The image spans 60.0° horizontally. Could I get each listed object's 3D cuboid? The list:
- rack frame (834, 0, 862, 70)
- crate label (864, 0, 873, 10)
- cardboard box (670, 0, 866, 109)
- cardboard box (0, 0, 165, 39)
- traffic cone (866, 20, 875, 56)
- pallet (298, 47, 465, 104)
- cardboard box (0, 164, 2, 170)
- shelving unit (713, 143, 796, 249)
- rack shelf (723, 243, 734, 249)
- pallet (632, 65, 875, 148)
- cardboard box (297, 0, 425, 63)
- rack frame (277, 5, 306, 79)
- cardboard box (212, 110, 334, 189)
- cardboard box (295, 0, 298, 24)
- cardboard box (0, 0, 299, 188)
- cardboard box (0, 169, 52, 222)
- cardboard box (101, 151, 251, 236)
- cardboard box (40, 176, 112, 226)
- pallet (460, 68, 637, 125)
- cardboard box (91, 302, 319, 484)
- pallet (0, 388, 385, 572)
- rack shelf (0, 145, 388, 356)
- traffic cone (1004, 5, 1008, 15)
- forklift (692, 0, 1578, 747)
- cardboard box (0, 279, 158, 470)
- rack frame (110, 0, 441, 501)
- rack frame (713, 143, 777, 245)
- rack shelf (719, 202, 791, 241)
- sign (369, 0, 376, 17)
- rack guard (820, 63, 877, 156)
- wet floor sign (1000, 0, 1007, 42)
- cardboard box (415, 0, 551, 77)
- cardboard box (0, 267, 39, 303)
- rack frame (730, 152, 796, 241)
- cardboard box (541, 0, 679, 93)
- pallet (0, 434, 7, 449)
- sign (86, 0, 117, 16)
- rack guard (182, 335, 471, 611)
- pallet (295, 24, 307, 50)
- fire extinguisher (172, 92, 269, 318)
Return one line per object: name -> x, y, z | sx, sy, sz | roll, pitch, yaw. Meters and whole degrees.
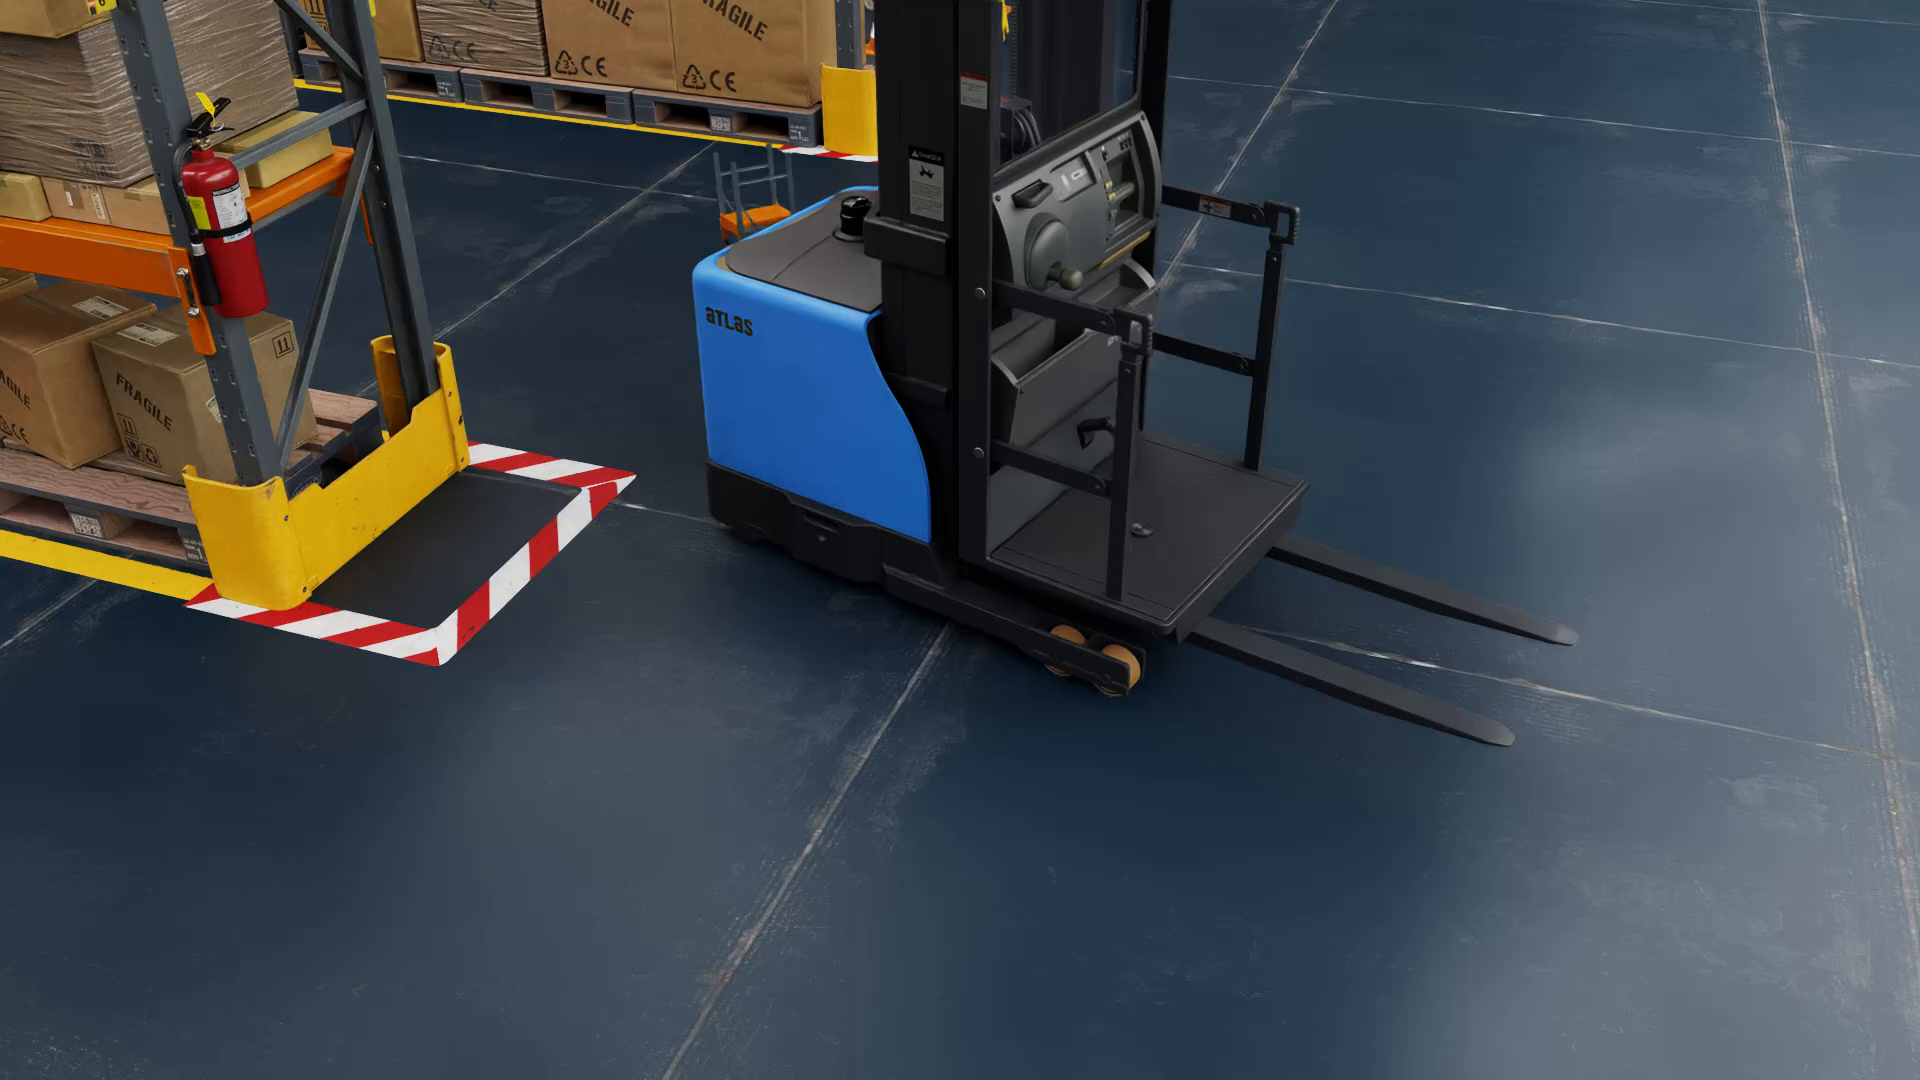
rack frame -> -0.486, -3.831, 9.418 | 0.127, 3.000, 1.000 | 11, 34, 16
crate label -> -0.566, -4.077, 12.439 | 0.298, 0.136, 0.250 | -6, 33, -9
cardboard box -> -1.146, -3.205, 10.020 | 0.875, 0.875, 0.875 | 11, 35, 17
cardboard box -> -2.855, -1.878, 5.105 | 0.500, 0.500, 0.500 | 11, 34, 16
traffic cone -> -0.506, -3.587, 11.380 | 0.334, 0.463, 0.336 | 11, 34, 16
pallet -> -3.562, -3.212, 11.031 | 1.213, 0.211, 1.003 | 11, 34, 16
cardboard box -> -3.274, -1.629, 5.640 | 0.500, 0.500, 0.875 | 11, 34, 16
shelving unit -> -0.760, -0.936, 6.580 | 0.258, 1.200, 0.189 | -16, 30, -24
rack shelf -> -0.771, -1.110, 6.491 | 0.258, 0.103, 0.180 | -16, 30, -24
pallet -> -1.265, -2.766, 10.339 | 1.213, 0.211, 1.003 | 11, 34, 16
cardboard box -> -3.683, -3.696, 10.780 | 0.875, 0.875, 0.875 | 12, 35, 17
rack frame -> -4.251, -4.563, 10.552 | 0.127, 3.000, 1.000 | 11, 34, 16
cardboard box -> -2.442, -1.385, 5.861 | 0.250, 0.149, 0.380 | 11, 34, 16
cardboard box -> -4.866, -3.862, 11.153 | 0.750, 0.750, 1.050 | 11, 34, 16
cardboard box -> -2.763, -1.598, 5.594 | 0.500, 0.500, 0.875 | 11, 34, 16
cardboard box -> -3.080, -1.223, 5.611 | 0.250, 0.149, 0.380 | 11, 34, 16
cardboard box -> -2.592, -1.158, 5.510 | 0.250, 0.149, 0.380 | 11, 34, 16
cardboard box -> -2.827, -1.204, 5.581 | 0.250, 0.149, 0.380 | 11, 34, 16
pallet -> -2.409, -2.990, 10.686 | 1.213, 0.211, 1.003 | 11, 34, 16
cardboard box -> -2.836, -0.566, 6.278 | 0.500, 0.500, 0.500 | 18, 37, 25
pallet -> -3.078, -0.326, 6.560 | 1.213, 0.211, 1.003 | 11, 34, 16
rack shelf -> -4.137, -1.380, 6.286 | 4.000, 0.370, 1.077 | 11, 34, 16
traffic cone -> 0.195, -4.102, 12.177 | 0.334, 0.463, 0.336 | 11, 34, 16
forklift -> 0.556, -1.048, 5.171 | 3.031, 2.935, 1.130 | 20, 38, 28
cardboard box -> -3.411, -0.658, 6.421 | 0.500, 0.500, 0.500 | 21, 38, 29
rack frame -> -2.254, -1.317, 5.524 | 0.127, 3.000, 1.000 | 11, 34, 16
rack frame -> -0.804, -0.971, 6.652 | 0.240, 1.200, 0.006 | -16, 30, -24
rack shelf -> -0.777, -1.216, 6.436 | 0.258, 0.103, 0.180 | -16, 30, -24
sign -> -2.071, -1.957, 5.718 | 0.005, 0.325, 0.100 | 11, 34, 16
rack guard -> -0.463, -2.776, 10.089 | 0.348, 0.500, 1.175 | 11, 34, 16
wet floor sign -> 0.210, -3.847, 11.614 | 0.232, 0.644, 0.267 | 5, 33, 8
cardboard box -> -2.833, -3.533, 10.528 | 0.875, 0.875, 0.875 | 11, 35, 17
cardboard box -> -3.993, -0.782, 6.613 | 0.500, 0.500, 0.500 | 14, 35, 21
rack frame -> -0.717, -0.901, 6.507 | 0.240, 1.200, 0.006 | -16, 30, -24
cardboard box -> -1.975, -3.365, 10.268 | 0.875, 0.875, 0.875 | 10, 34, 16
pallet -> -4.223, -0.550, 6.907 | 1.213, 0.211, 1.003 | 11, 34, 16
sign -> -2.460, -1.656, 4.691 | 0.005, 0.325, 0.100 | 11, 34, 16
rack guard -> -2.326, -0.280, 6.223 | 0.348, 0.500, 1.175 | 11, 34, 16
pallet -> -5.003, -3.494, 11.467 | 1.213, 0.211, 1.003 | 11, 34, 16
fire extinguisher -> -2.302, -1.028, 5.148 | 0.183, 0.674, 0.296 | 11, 34, 16
